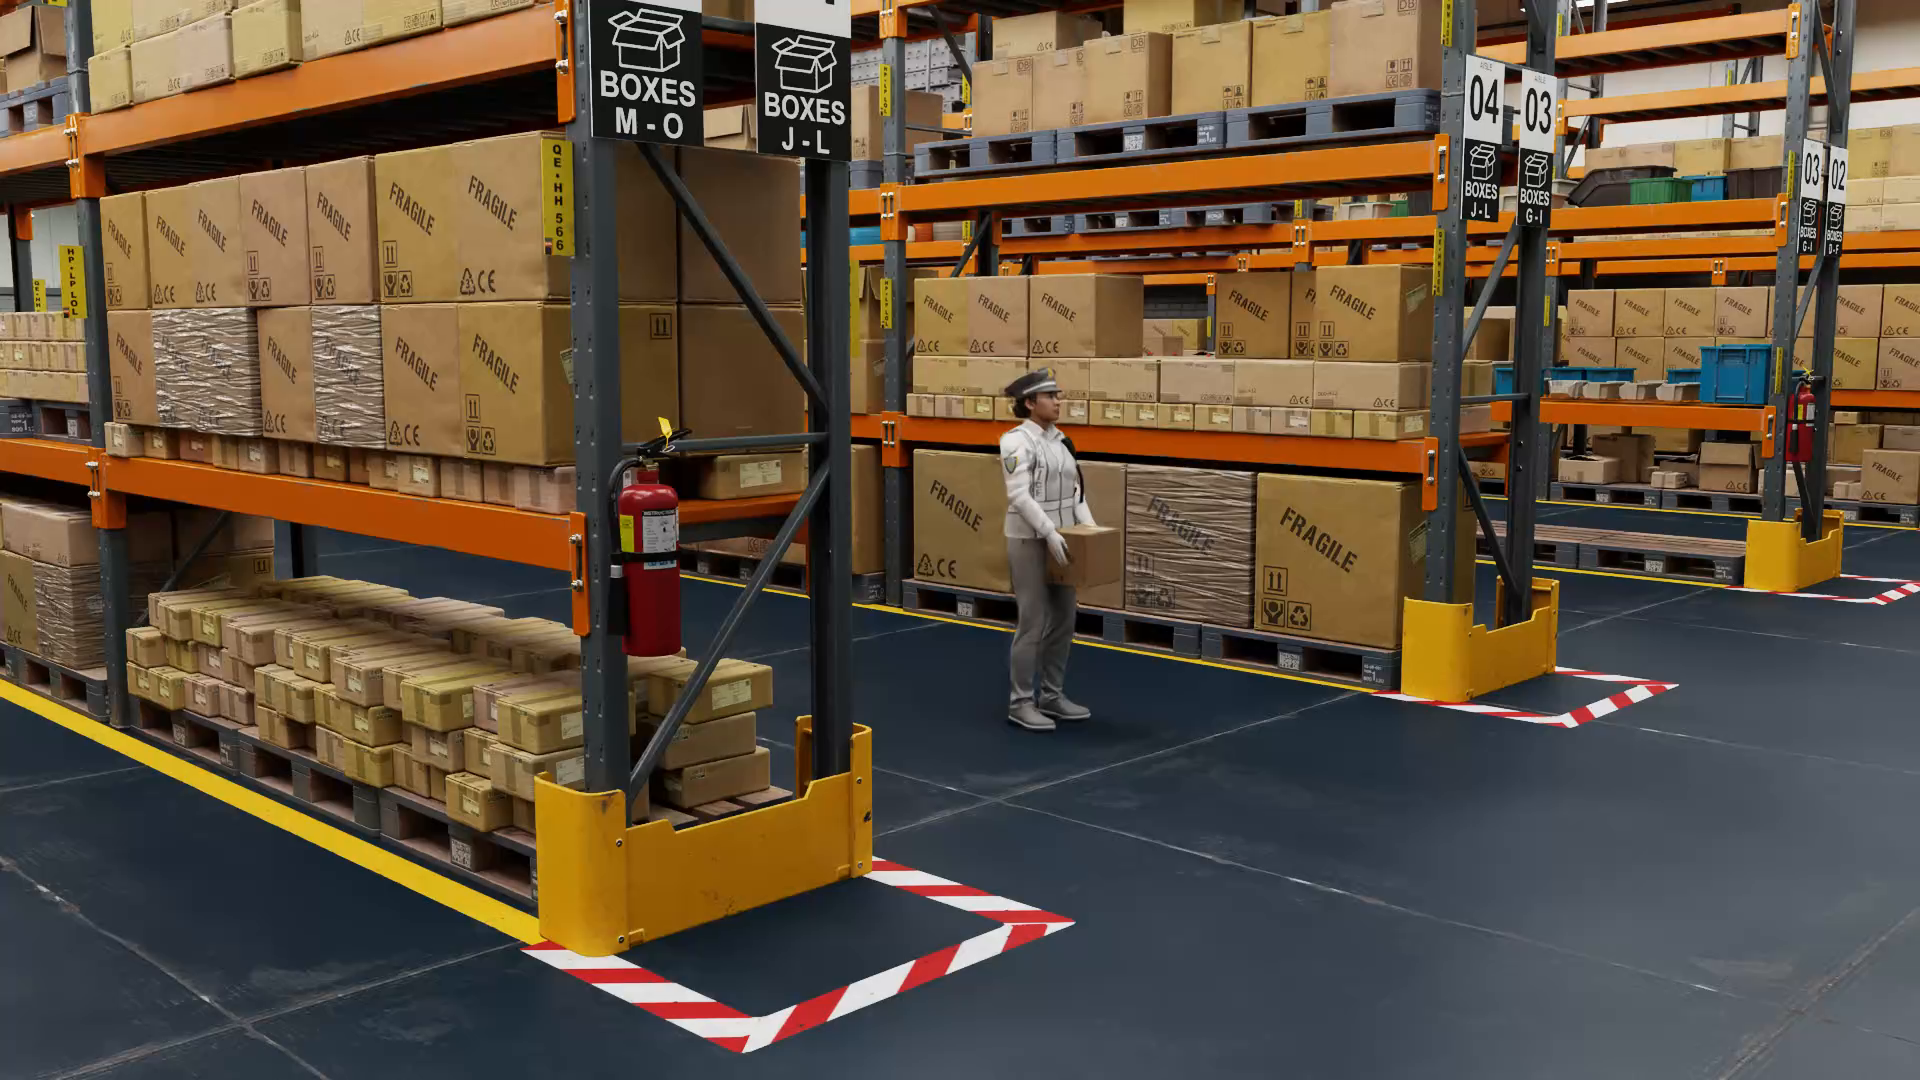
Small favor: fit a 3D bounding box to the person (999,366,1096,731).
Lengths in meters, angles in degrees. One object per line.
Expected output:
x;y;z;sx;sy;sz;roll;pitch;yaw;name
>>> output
0.424;0.023;7.937;0.472;1.700;0.513;6;9;40;person
